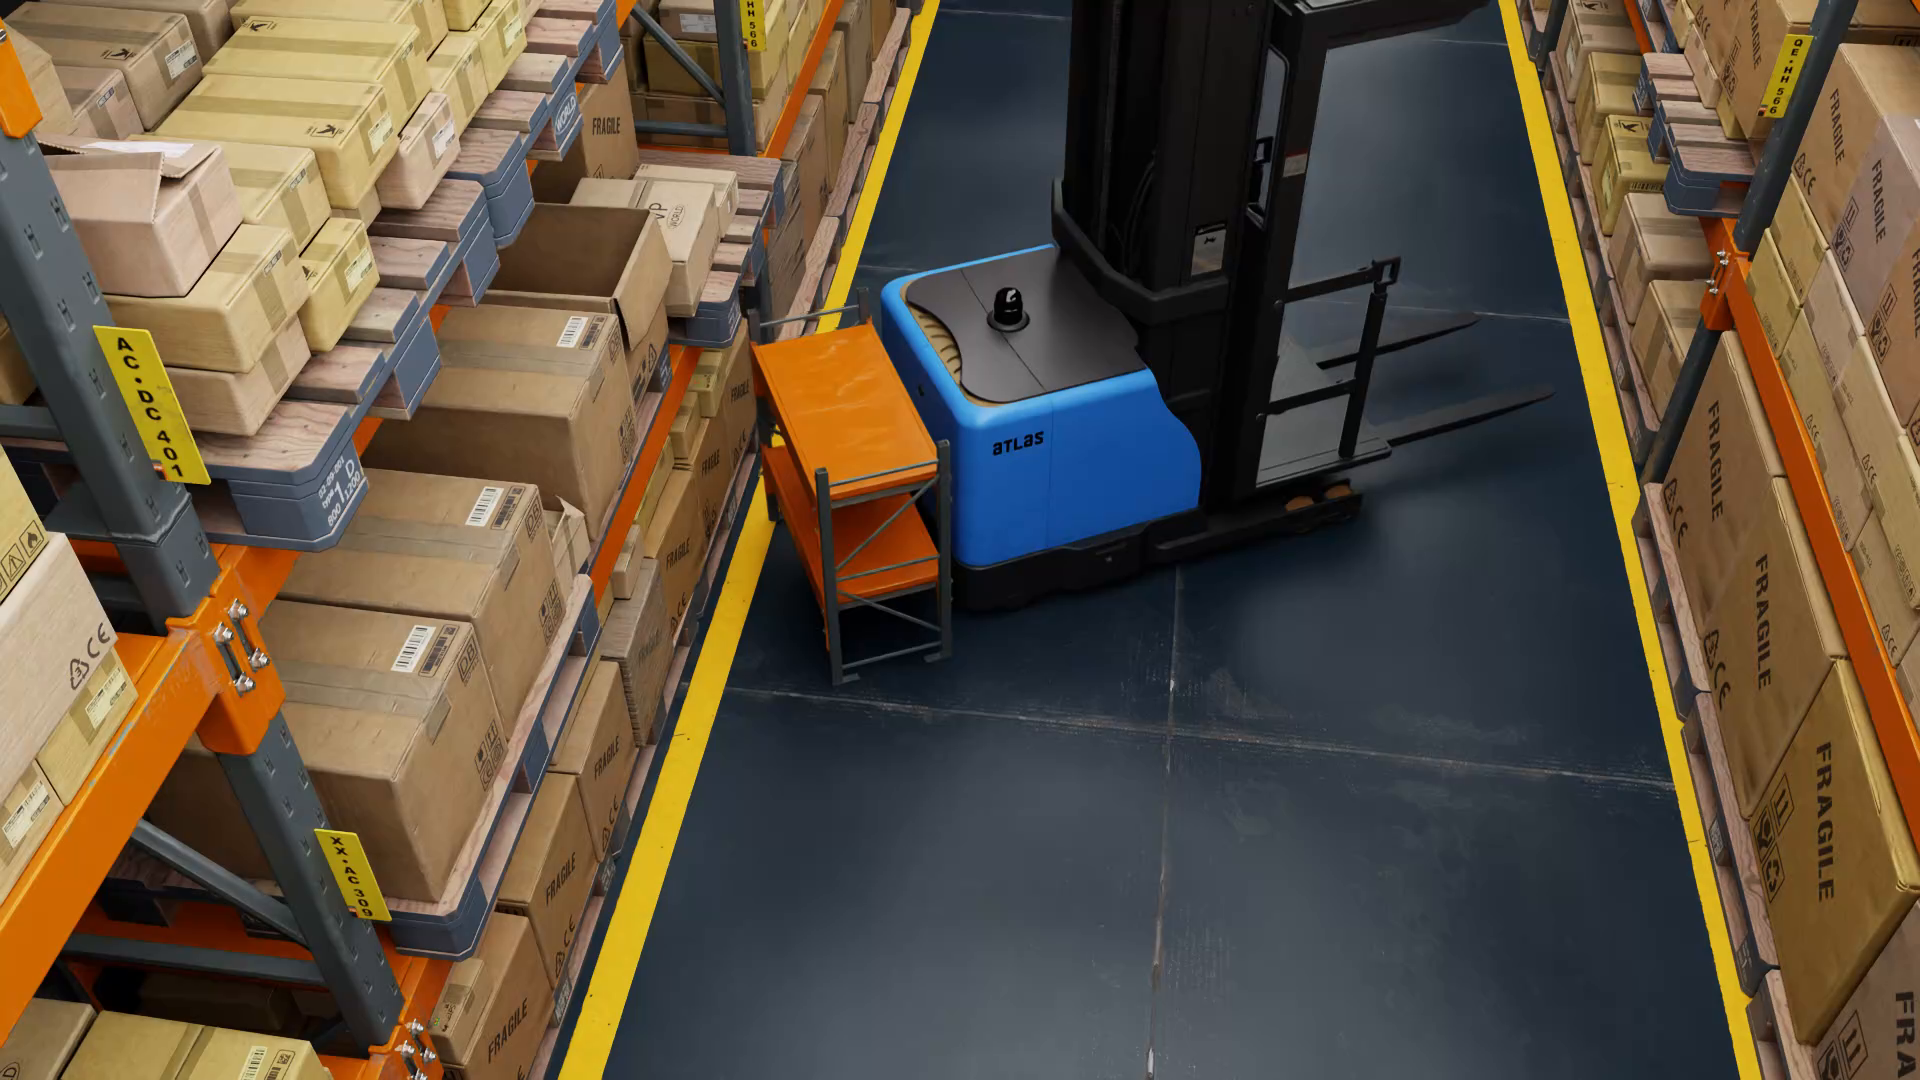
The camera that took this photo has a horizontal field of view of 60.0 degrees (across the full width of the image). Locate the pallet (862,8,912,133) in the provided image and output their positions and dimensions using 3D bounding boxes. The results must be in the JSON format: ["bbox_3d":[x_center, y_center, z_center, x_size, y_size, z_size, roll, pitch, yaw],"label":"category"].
[{"bbox_3d":[-0.883,-2.920,10.203,1.003,0.211,1.213,5,44,6],"label":"pallet"}]

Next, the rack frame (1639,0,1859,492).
[{"bbox_3d":[3.568,-1.264,6.425,1.000,3.000,0.127,5,44,6],"label":"rack frame"}]

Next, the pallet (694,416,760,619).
[{"bbox_3d":[-1.489,-0.195,7.324,1.003,0.211,1.213,5,44,6],"label":"pallet"}]

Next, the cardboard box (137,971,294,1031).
[{"bbox_3d":[-2.119,1.256,4.805,0.380,0.149,0.250,4,44,4],"label":"cardboard box"}]

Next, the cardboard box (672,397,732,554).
[{"bbox_3d":[-1.272,-0.310,6.930,0.500,0.500,0.500,5,44,5],"label":"cardboard box"}]

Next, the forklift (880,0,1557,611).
[{"bbox_3d":[1.227,-1.418,6.638,3.031,2.935,1.130,-15,46,-16],"label":"forklift"}]

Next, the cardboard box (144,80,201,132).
[{"bbox_3d":[-1.902,-0.923,3.688,0.380,0.149,0.250,4,44,4],"label":"cardboard box"}]

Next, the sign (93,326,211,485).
[{"bbox_3d":[-1.343,-0.219,2.764,0.100,0.325,0.005,5,44,6],"label":"sign"}]

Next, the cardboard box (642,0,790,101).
[{"bbox_3d":[-1.027,-2.118,7.072,0.500,0.250,0.500,5,44,5],"label":"cardboard box"}]

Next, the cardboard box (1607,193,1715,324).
[{"bbox_3d":[3.742,-1.350,8.122,0.950,0.372,0.625,4,44,5],"label":"cardboard box"}]

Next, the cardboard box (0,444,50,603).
[{"bbox_3d":[-1.710,0.055,2.380,0.500,0.250,0.500,5,44,6],"label":"cardboard box"}]

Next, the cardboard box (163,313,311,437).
[{"bbox_3d":[-1.448,-0.341,3.073,0.380,0.149,0.250,6,44,6],"label":"cardboard box"}]

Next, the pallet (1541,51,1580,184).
[{"bbox_3d":[3.995,-2.447,9.703,1.003,0.211,1.213,5,44,6],"label":"pallet"}]

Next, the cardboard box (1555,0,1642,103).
[{"bbox_3d":[4.030,-2.831,9.686,0.950,0.372,0.625,6,44,6],"label":"cardboard box"}]

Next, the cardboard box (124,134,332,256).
[{"bbox_3d":[-1.443,-0.633,3.166,0.380,0.149,0.250,6,44,6],"label":"cardboard box"}]

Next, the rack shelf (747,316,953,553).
[{"bbox_3d":[-0.442,-0.433,6.486,0.538,0.278,1.000,-13,45,-14],"label":"rack shelf"}]

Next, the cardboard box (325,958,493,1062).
[{"bbox_3d":[-1.570,1.313,4.745,0.380,0.149,0.250,7,44,7],"label":"cardboard box"}]

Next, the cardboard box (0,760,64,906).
[{"bbox_3d":[-1.672,0.454,2.612,0.380,0.149,0.250,5,44,5],"label":"cardboard box"}]

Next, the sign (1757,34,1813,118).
[{"bbox_3d":[3.029,-1.698,6.100,0.100,0.325,0.005,5,44,6],"label":"sign"}]

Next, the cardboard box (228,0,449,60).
[{"bbox_3d":[-1.384,-1.160,3.722,0.380,0.149,0.250,6,44,6],"label":"cardboard box"}]

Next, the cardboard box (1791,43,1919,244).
[{"bbox_3d":[3.260,-1.349,5.716,0.500,0.500,0.500,4,44,4],"label":"cardboard box"}]

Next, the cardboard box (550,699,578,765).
[{"bbox_3d":[-1.495,0.586,5.512,0.380,0.149,0.250,5,44,5],"label":"cardboard box"}]

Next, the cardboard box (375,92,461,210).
[{"bbox_3d":[-1.325,-0.860,3.622,0.380,0.149,0.250,6,44,6],"label":"cardboard box"}]

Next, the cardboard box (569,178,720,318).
[{"bbox_3d":[-1.171,-1.062,6.016,0.500,0.250,0.500,3,44,4],"label":"cardboard box"}]

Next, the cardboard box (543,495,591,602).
[{"bbox_3d":[-1.318,-0.002,4.885,0.396,0.266,0.258,7,44,8],"label":"cardboard box"}]

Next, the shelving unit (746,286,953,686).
[{"bbox_3d":[-0.442,-0.220,6.687,0.538,1.125,1.048,-13,45,-14],"label":"shelving unit"}]

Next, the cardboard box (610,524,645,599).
[{"bbox_3d":[-1.370,0.068,6.060,0.380,0.149,0.250,3,44,4],"label":"cardboard box"}]

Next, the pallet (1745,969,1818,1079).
[{"bbox_3d":[3.066,1.942,5.068,1.003,0.211,1.213,5,44,6],"label":"pallet"}]

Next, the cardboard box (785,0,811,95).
[{"bbox_3d":[-0.980,-2.281,7.608,0.500,0.250,0.500,4,44,5],"label":"cardboard box"}]

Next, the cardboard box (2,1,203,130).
[{"bbox_3d":[-1.878,-1.022,3.576,0.380,0.149,0.250,6,44,7],"label":"cardboard box"}]

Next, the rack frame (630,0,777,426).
[{"bbox_3d":[-1.353,-1.713,6.899,1.000,3.000,0.127,5,44,6],"label":"rack frame"}]

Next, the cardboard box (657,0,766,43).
[{"bbox_3d":[-1.019,-2.175,6.843,0.380,0.149,0.250,6,44,7],"label":"cardboard box"}]

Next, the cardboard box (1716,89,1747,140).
[{"bbox_3d":[3.342,-1.759,6.826,0.380,0.149,0.250,6,44,6],"label":"cardboard box"}]

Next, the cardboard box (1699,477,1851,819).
[{"bbox_3d":[3.272,0.426,5.881,0.875,0.875,0.875,6,44,6],"label":"cardboard box"}]

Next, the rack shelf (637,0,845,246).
[{"bbox_3d":[-1.088,-2.814,8.586,1.077,0.370,4.000,5,44,6],"label":"rack shelf"}]

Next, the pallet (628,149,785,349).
[{"bbox_3d":[-1.373,-1.175,6.471,1.213,0.211,1.003,5,44,6],"label":"pallet"}]

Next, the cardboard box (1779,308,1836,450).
[{"bbox_3d":[3.203,-0.547,5.778,0.500,0.250,0.500,4,44,4],"label":"cardboard box"}]

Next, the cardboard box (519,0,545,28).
[{"bbox_3d":[-1.270,-1.391,4.182,0.380,0.149,0.250,6,44,6],"label":"cardboard box"}]

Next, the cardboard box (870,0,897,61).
[{"bbox_3d":[-0.882,-3.372,10.074,0.875,0.625,0.625,7,44,7],"label":"cardboard box"}]

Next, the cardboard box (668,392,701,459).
[{"bbox_3d":[-1.251,-0.469,6.627,0.380,0.149,0.250,4,44,4],"label":"cardboard box"}]

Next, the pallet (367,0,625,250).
[{"bbox_3d":[-1.592,-1.153,4.263,1.213,0.211,1.003,5,44,6],"label":"pallet"}]

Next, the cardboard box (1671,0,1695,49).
[{"bbox_3d":[3.394,-2.295,7.391,0.380,0.149,0.250,6,44,6],"label":"cardboard box"}]

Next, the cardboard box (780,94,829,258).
[{"bbox_3d":[-1.178,-1.873,8.490,0.875,0.625,0.625,7,44,7],"label":"cardboard box"}]

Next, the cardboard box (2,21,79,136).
[{"bbox_3d":[-1.907,-0.830,3.072,0.396,0.266,0.258,5,44,6],"label":"cardboard box"}]

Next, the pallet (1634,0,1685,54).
[{"bbox_3d":[3.789,-2.547,7.920,1.003,0.211,1.213,5,44,6],"label":"pallet"}]

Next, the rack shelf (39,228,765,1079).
[{"bbox_3d":[-1.617,-0.088,5.707,1.077,0.370,4.000,5,44,6],"label":"rack shelf"}]

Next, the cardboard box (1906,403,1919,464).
[{"bbox_3d":[3.050,-0.316,4.624,0.500,0.500,0.500,6,44,6],"label":"cardboard box"}]

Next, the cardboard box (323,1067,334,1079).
[{"bbox_3d":[-1.673,1.345,3.853,0.380,0.149,0.250,6,44,6],"label":"cardboard box"}]

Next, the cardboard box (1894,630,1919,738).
[{"bbox_3d":[3.003,0.499,4.673,0.500,0.250,0.500,4,44,4],"label":"cardboard box"}]

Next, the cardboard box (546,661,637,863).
[{"bbox_3d":[-1.464,0.756,5.805,0.500,0.500,0.500,4,44,4],"label":"cardboard box"}]

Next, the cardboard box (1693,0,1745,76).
[{"bbox_3d":[3.410,-2.249,6.871,0.500,0.500,0.500,5,44,5],"label":"cardboard box"}]

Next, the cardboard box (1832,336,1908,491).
[{"bbox_3d":[3.108,-0.377,5.235,0.500,0.250,0.500,5,44,5],"label":"cardboard box"}]
